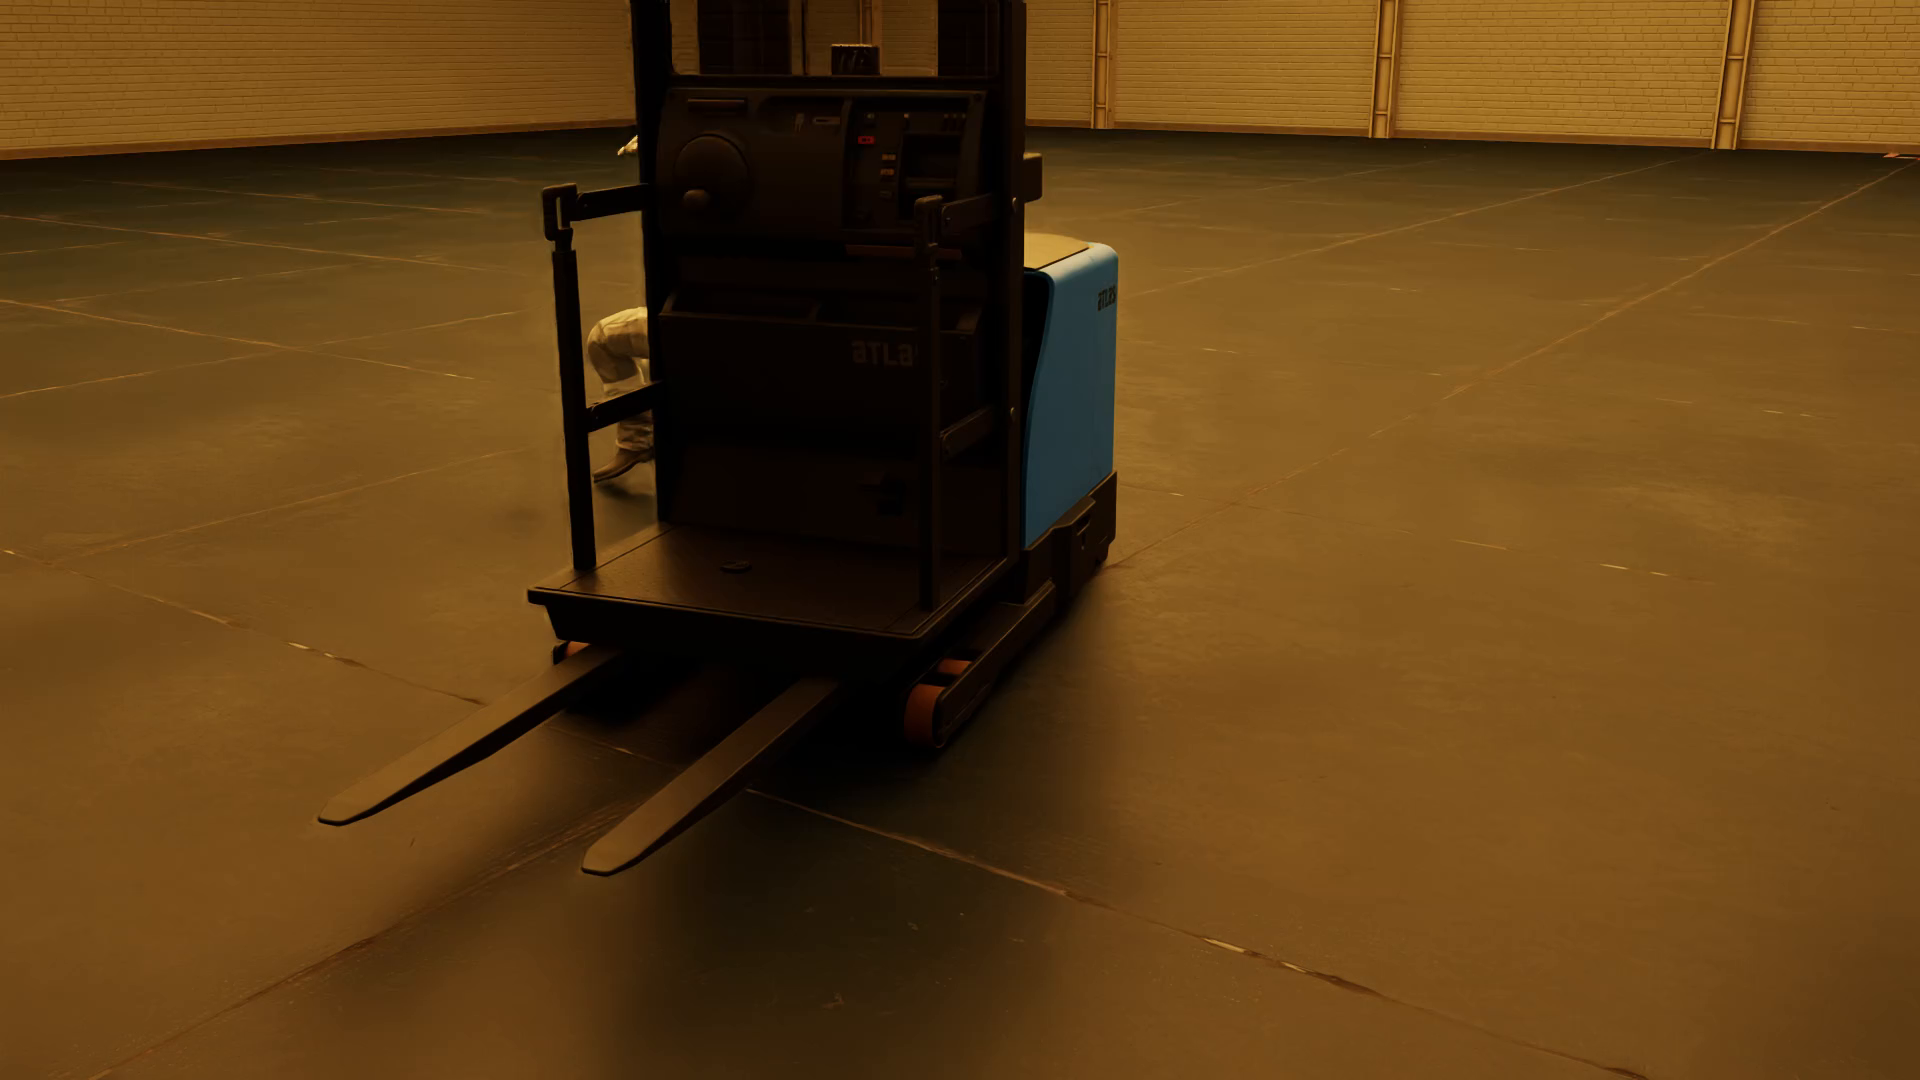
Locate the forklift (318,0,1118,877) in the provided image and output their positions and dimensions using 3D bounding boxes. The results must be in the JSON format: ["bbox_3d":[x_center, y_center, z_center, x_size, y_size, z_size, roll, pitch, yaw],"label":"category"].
[{"bbox_3d":[-0.448,-1.009,4.207,1.130,2.935,3.031,6,18,19],"label":"forklift"}]

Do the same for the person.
[{"bbox_3d":[-1.073,-0.832,6.130,0.977,1.468,0.995,5,17,17],"label":"person"}]
